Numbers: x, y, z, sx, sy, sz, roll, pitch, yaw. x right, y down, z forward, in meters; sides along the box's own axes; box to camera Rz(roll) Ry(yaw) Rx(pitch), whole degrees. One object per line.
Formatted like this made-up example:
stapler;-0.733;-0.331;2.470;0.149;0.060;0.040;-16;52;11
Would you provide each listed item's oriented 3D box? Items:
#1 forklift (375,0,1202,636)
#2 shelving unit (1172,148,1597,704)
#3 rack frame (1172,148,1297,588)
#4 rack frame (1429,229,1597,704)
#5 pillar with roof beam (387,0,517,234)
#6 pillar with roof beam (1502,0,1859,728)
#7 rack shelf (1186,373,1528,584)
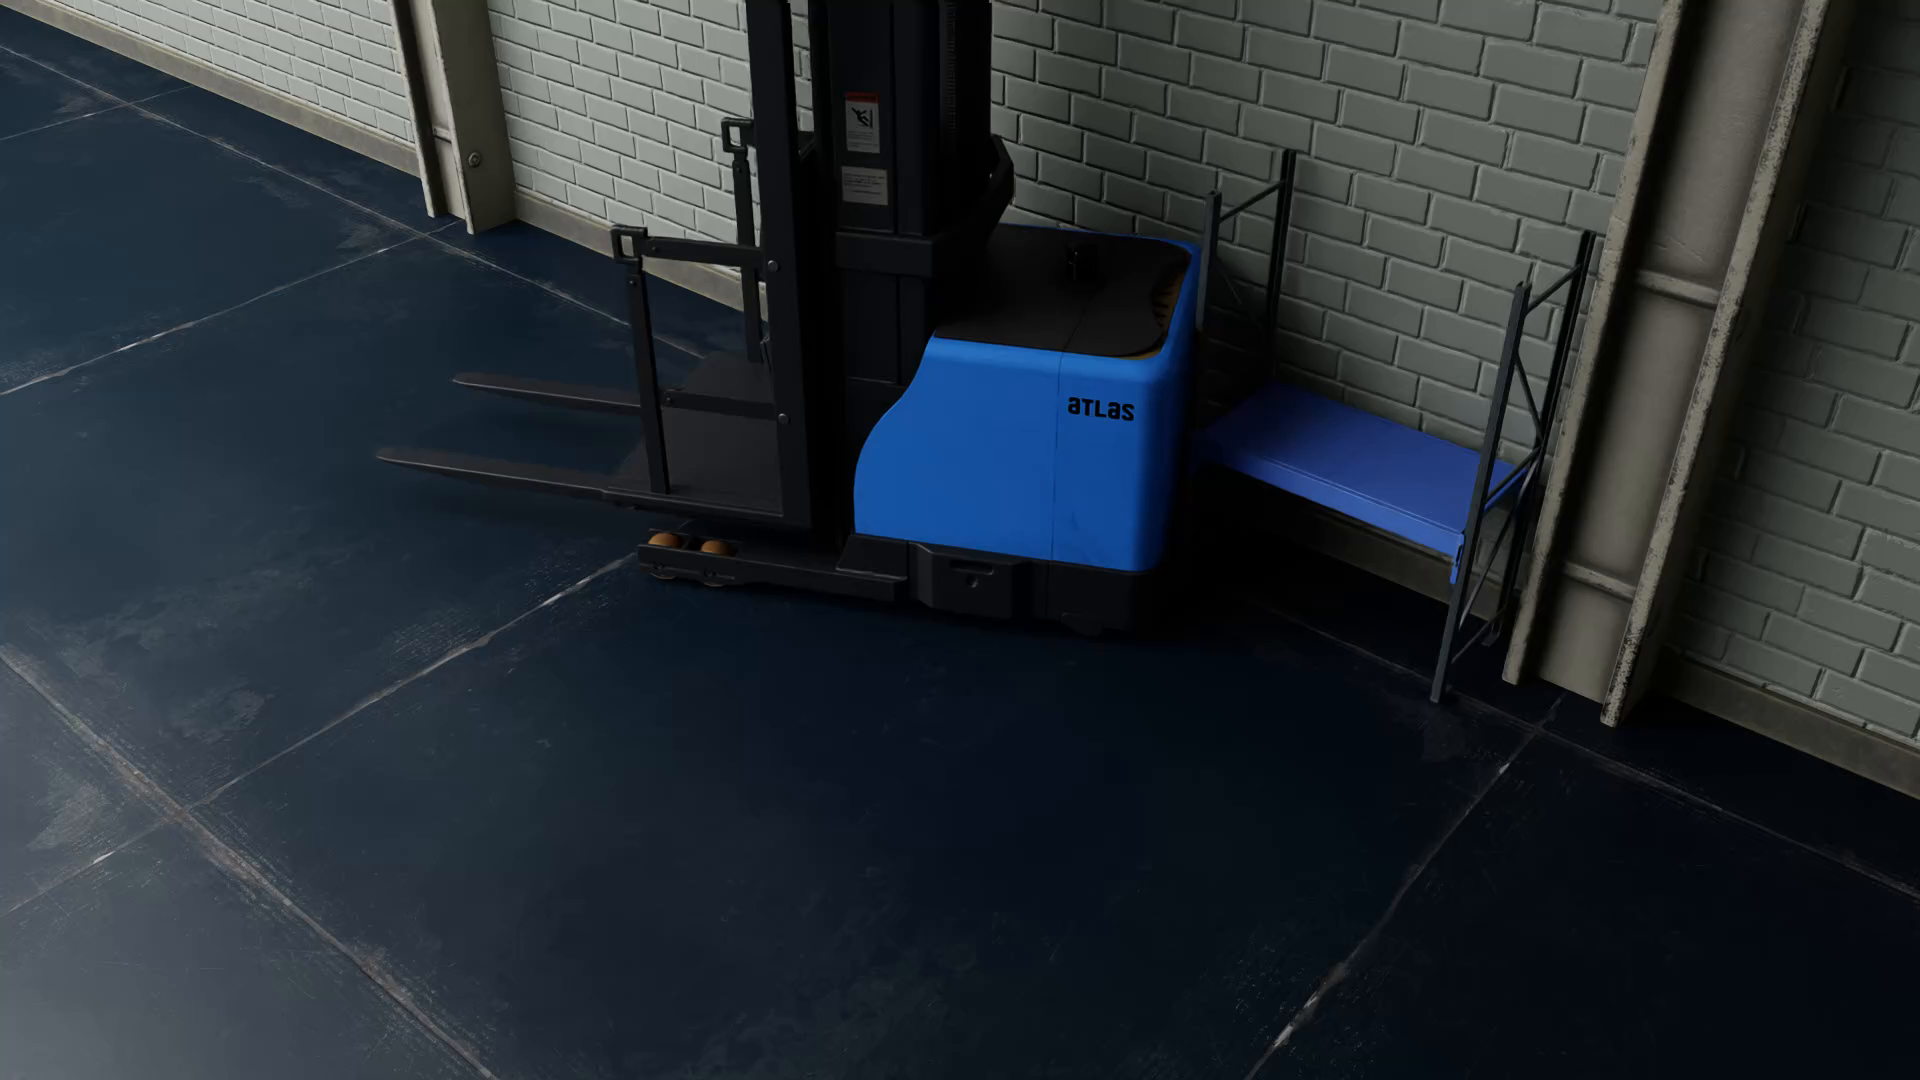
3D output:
forklift;-0.678;-1.319;5.581;3.031;2.935;1.130;8;35;11
shelving unit;1.328;-0.377;5.473;1.048;1.500;0.538;25;42;32
rack frame;0.937;-0.561;5.742;0.032;1.500;0.500;25;42;32
rack frame;1.719;-0.192;5.205;0.032;1.500;0.500;25;42;32
pillar with roof beam;-5.302;-3.540;3.456;0.400;9.000;9.100;25;42;32
pillar with roof beam;-0.691;-1.367;0.292;0.400;9.000;9.100;25;42;32
rack shelf;1.328;-0.228;5.575;1.000;0.185;0.538;25;42;32
